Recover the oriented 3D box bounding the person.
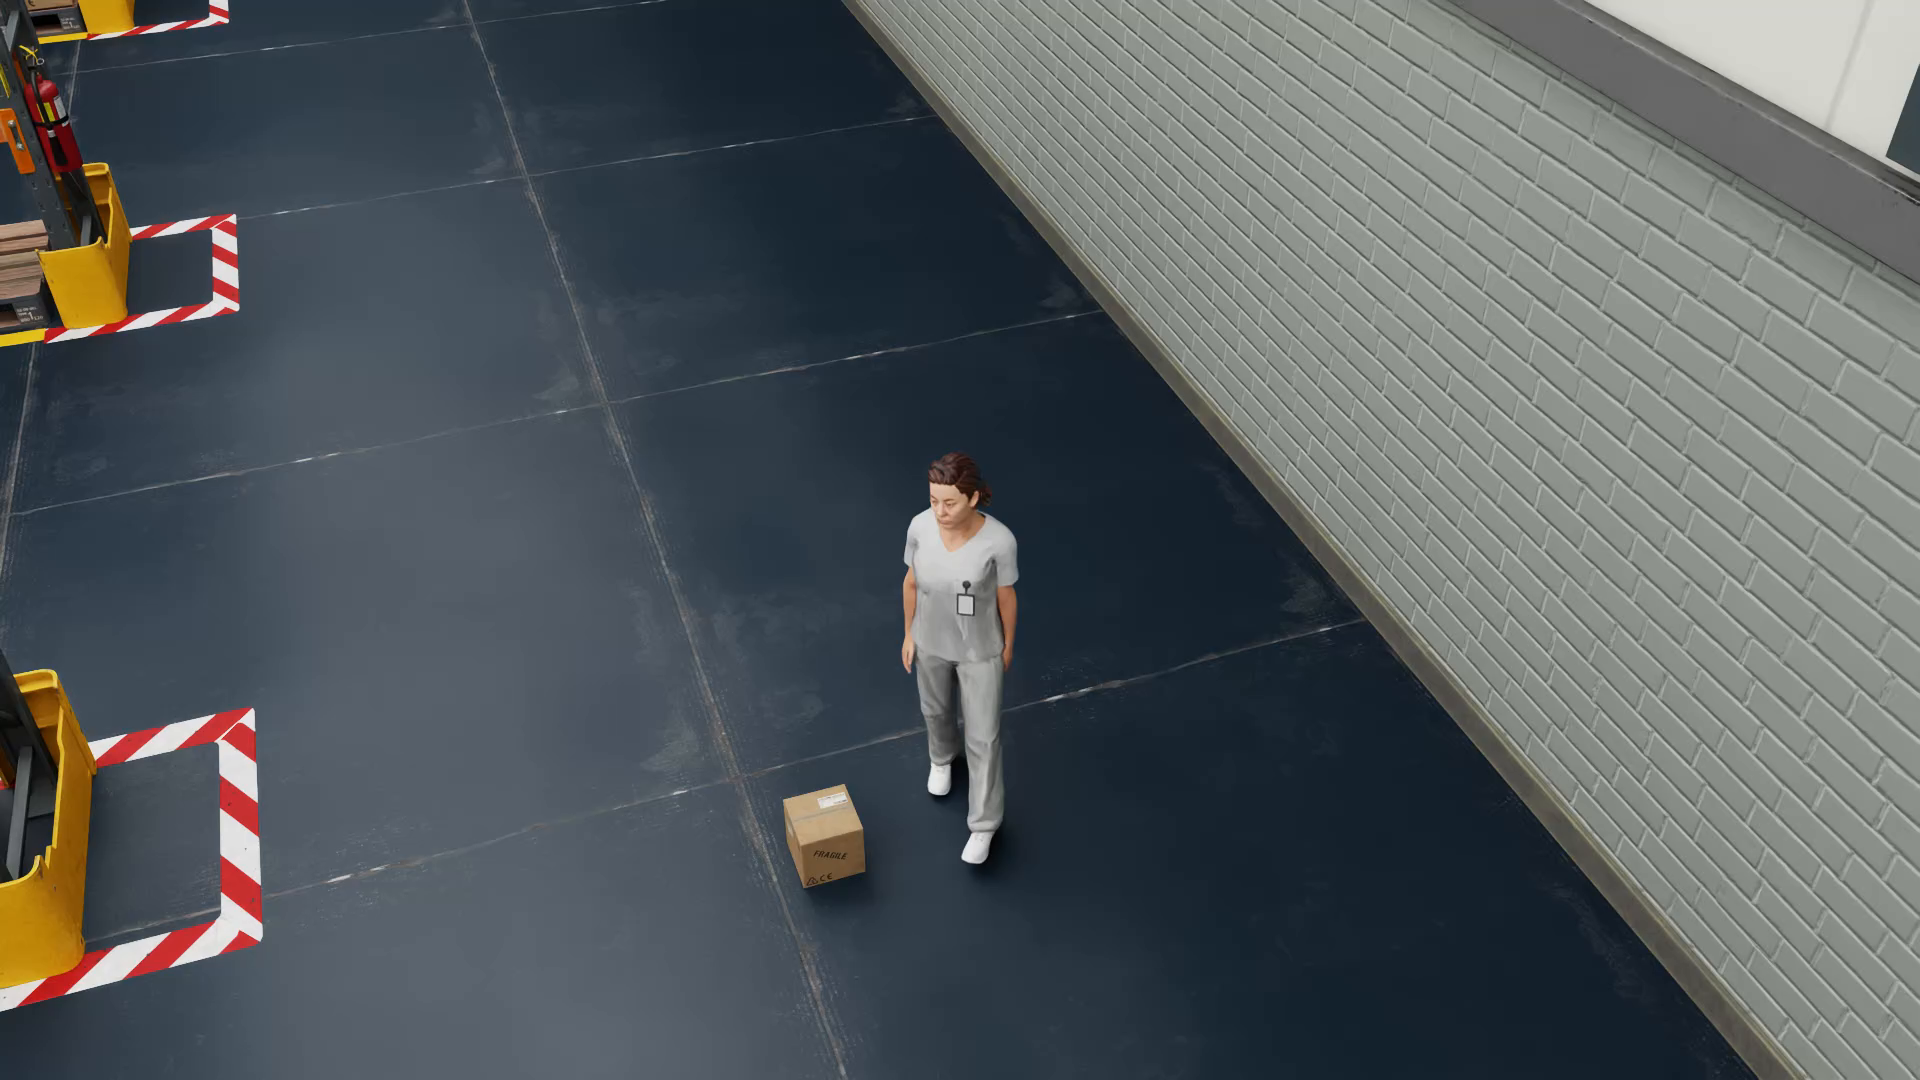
[{"bbox_3d":[-0.017,0.427,6.219,0.466,1.666,0.641,13,40,16],"label":"person"}]
